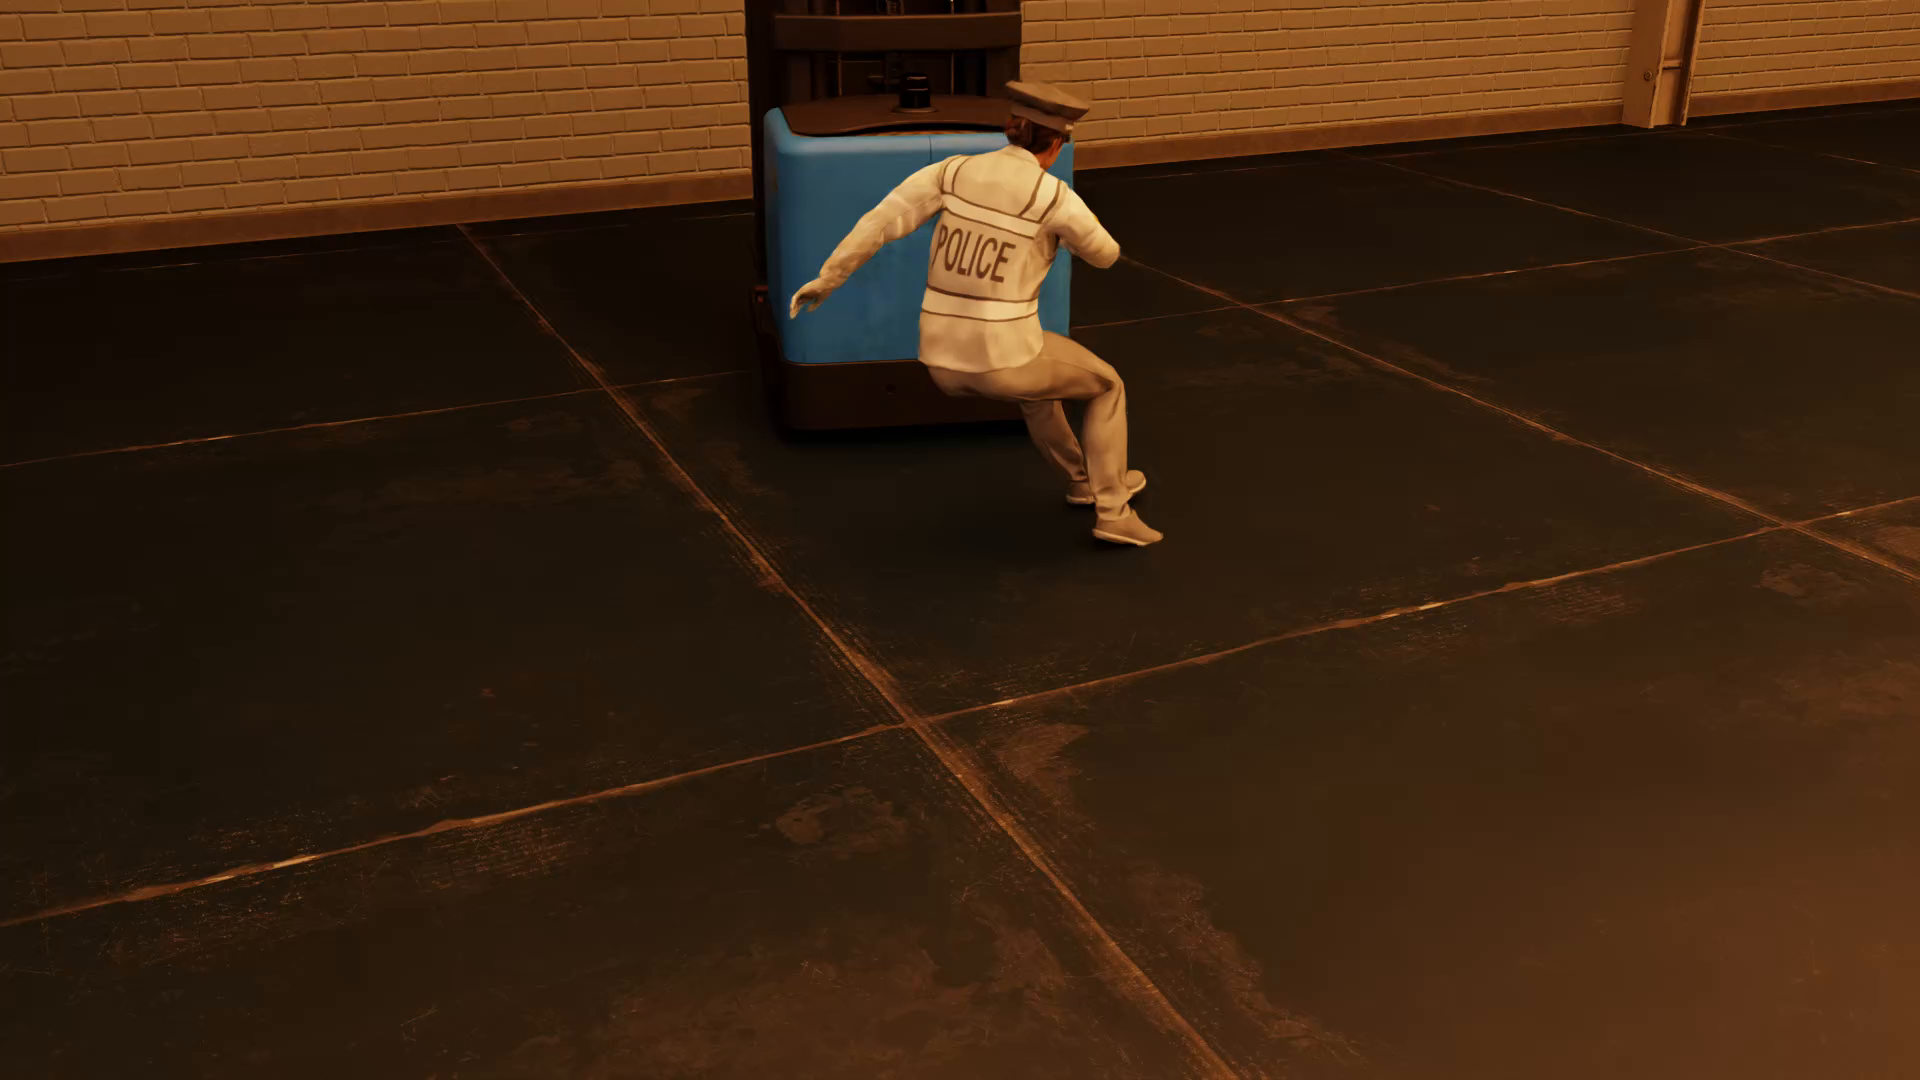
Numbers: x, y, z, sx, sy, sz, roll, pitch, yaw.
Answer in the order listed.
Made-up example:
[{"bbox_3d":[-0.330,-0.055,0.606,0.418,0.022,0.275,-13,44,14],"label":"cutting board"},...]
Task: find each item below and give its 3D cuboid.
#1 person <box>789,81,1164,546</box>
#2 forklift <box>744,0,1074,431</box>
[{"bbox_3d":[0.141,-0.668,5.008,0.995,1.416,0.900,14,26,30],"label":"person"},{"bbox_3d":[-0.344,-2.271,6.753,1.130,2.935,3.031,-4,23,-9],"label":"forklift"}]
